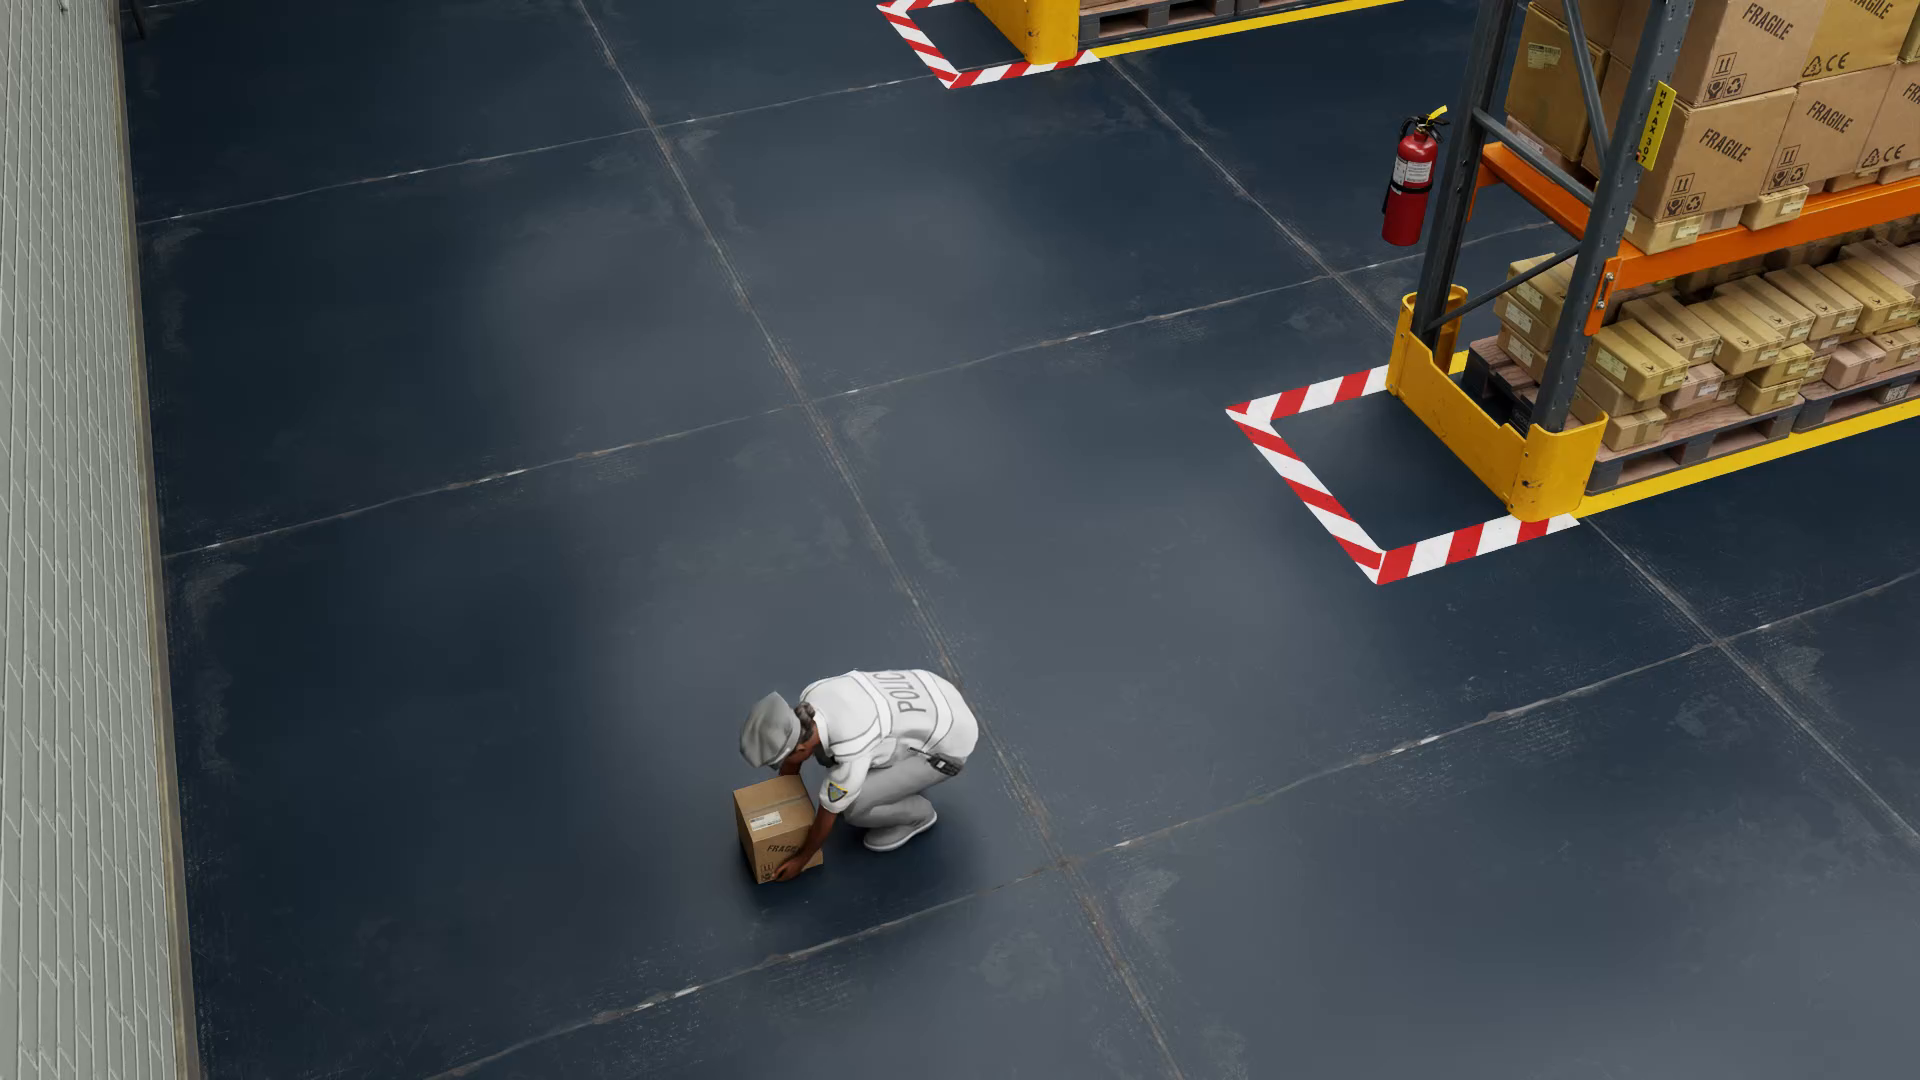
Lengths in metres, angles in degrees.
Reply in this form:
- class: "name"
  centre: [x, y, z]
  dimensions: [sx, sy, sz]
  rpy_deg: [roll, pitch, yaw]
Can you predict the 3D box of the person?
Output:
- class: "person"
  centre: [-0.371, 0.777, 5.986]
  dimensions: [0.926, 0.791, 0.451]
  rpy_deg: [-17, 45, -18]
